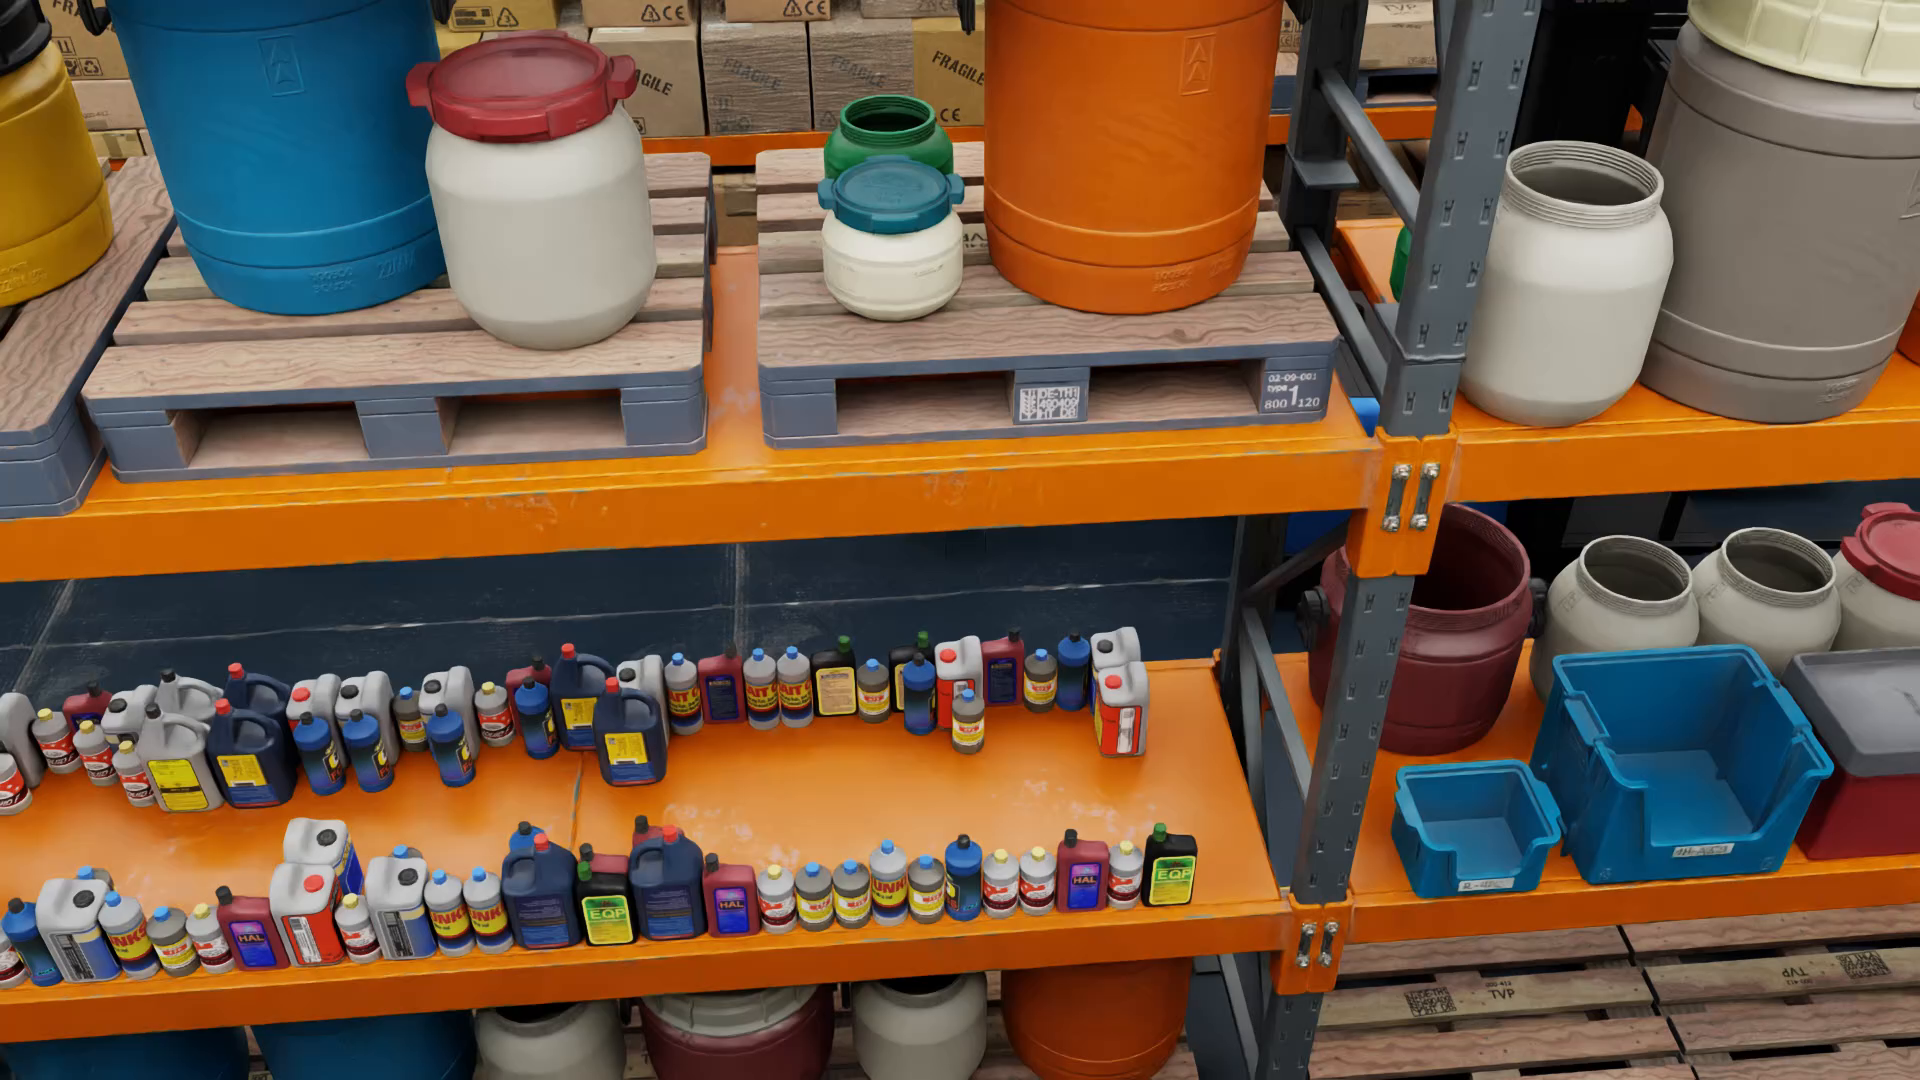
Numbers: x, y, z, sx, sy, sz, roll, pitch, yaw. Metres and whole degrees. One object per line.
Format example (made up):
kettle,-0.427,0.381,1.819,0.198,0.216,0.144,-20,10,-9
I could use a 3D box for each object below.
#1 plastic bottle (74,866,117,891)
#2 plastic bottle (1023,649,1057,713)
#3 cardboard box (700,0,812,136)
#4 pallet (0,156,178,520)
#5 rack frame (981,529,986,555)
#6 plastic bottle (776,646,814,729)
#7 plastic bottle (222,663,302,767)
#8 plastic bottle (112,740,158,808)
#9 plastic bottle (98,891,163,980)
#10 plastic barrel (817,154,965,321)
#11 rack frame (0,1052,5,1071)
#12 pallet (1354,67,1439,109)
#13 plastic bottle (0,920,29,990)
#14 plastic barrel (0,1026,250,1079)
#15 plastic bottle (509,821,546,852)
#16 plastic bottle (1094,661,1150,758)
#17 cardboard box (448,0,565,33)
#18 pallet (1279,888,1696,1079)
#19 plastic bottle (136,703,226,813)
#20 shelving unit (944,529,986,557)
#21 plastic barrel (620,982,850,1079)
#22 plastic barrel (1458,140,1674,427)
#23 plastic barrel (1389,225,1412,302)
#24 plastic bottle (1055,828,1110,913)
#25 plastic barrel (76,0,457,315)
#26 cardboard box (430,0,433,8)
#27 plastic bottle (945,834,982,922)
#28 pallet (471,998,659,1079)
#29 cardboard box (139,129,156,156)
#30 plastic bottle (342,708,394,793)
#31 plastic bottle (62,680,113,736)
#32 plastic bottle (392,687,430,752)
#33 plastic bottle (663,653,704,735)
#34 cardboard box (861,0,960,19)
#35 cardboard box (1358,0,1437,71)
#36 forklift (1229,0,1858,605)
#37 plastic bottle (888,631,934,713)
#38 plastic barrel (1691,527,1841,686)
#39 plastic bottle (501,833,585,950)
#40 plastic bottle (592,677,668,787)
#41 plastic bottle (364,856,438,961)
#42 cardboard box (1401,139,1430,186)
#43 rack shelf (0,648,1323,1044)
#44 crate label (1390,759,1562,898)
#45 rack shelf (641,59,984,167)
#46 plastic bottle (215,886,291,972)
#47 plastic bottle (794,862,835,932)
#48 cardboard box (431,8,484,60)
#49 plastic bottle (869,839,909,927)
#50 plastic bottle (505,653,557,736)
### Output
plastic bottle,-2.240,0.925,4.316,0.097,0.201,0.097,0,38,0
plastic bottle,0.240,0.411,4.968,0.097,0.201,0.097,0,38,0
cardboard box,-1.008,-2.347,8.222,0.500,0.500,0.500,-4,38,-5
pallet,-2.297,-0.473,3.659,1.003,0.211,1.213,-3,38,-4
rack frame,0.106,-0.477,7.386,0.006,1.200,0.240,-3,38,-4
plastic bottle,-0.486,0.424,4.895,0.097,0.271,0.097,0,38,0
plastic bottle,-1.999,0.490,4.747,0.185,0.351,0.144,-3,38,-4
plastic bottle,-2.312,0.646,4.670,0.097,0.201,0.097,0,38,0
plastic bottle,-2.092,0.984,4.185,0.097,0.271,0.097,0,38,0
plastic barrel,-0.140,-0.625,3.471,0.301,0.262,0.301,0,38,0
rack frame,-3.070,0.734,4.399,0.127,3.000,1.000,-3,38,-4
pallet,2.444,-2.600,8.779,1.213,0.211,1.003,-3,38,-4
plastic bottle,-2.420,1.030,4.184,0.097,0.201,0.097,0,38,0
plastic barrel,-2.526,1.373,4.943,0.708,0.901,0.600,-3,38,-4
plastic bottle,-1.122,0.841,4.366,0.097,0.271,0.097,0,38,0
plastic bottle,0.468,0.481,4.819,0.135,0.276,0.152,-3,38,-4
cardboard box,-2.188,-2.826,8.020,0.637,0.503,0.797,-3,38,-3
pallet,1.690,1.590,5.564,1.213,0.211,1.003,-3,38,-4
plastic bottle,-2.170,0.590,4.621,0.185,0.351,0.144,-3,38,-4
shelving unit,0.014,-0.472,7.379,0.189,1.200,0.258,-3,38,-4
plastic barrel,-0.696,1.395,5.168,0.708,0.588,0.600,-3,38,-4
plastic barrel,1.251,-0.535,3.495,0.421,0.512,0.421,0,38,0
plastic barrel,1.156,-0.648,3.853,0.294,0.245,0.294,0,38,0
plastic bottle,0.320,0.858,4.335,0.133,0.283,0.061,-3,38,-4
plastic barrel,-1.383,-0.994,3.423,0.708,0.901,0.600,-3,38,-4
cardboard box,-2.573,-2.579,8.516,0.500,0.500,0.500,-2,38,-3
plastic bottle,0.009,0.868,4.332,0.097,0.271,0.097,0,38,0
pallet,-1.079,1.743,5.371,1.213,0.211,1.003,-3,38,-4
cardboard box,-3.783,-2.005,8.072,0.250,0.149,0.380,-3,38,-4
plastic bottle,-1.676,0.584,4.692,0.097,0.271,0.097,0,38,0
plastic bottle,-2.479,0.517,4.767,0.133,0.283,0.061,-3,38,-4
plastic bottle,-1.592,0.512,4.840,0.097,0.201,0.097,0,38,0
plastic bottle,-0.813,0.442,4.872,0.097,0.271,0.097,0,38,0
cardboard box,-0.254,-2.945,8.170,0.637,0.503,0.797,-2,38,-2
cardboard box,2.166,-2.598,8.403,0.500,0.250,0.500,-4,38,-5
forklift,2.771,-1.176,6.875,3.031,2.935,1.130,-1,38,-1
plastic bottle,-0.143,0.389,4.930,0.133,0.283,0.061,-3,38,-4
plastic barrel,2.340,0.259,4.910,0.421,0.512,0.421,0,38,0
plastic bottle,-1.068,0.882,4.250,0.185,0.351,0.144,-3,38,-4
plastic bottle,-0.938,0.527,4.701,0.185,0.351,0.144,-3,38,-4
plastic bottle,-1.422,0.928,4.252,0.135,0.276,0.152,-3,38,-4
cardboard box,2.813,-1.887,9.383,0.500,0.500,0.700,-6,39,-8
rack shelf,-1.077,0.906,4.761,4.000,0.370,1.077,-3,38,-4
crate label,1.367,0.788,4.465,0.416,0.233,0.303,-3,38,-4
rack shelf,-1.516,-2.150,8.634,4.000,0.370,1.077,-3,38,-4
plastic bottle,-1.782,0.974,4.189,0.133,0.283,0.061,-3,38,-4
plastic bottle,-0.379,0.917,4.326,0.097,0.201,0.097,0,38,0
cardboard box,-2.527,-2.261,8.113,0.500,0.500,0.500,-3,38,-4
plastic bottle,-0.185,0.879,4.318,0.097,0.271,0.097,0,38,0
plastic bottle,-1.248,0.450,4.853,0.133,0.283,0.061,-3,38,-4
